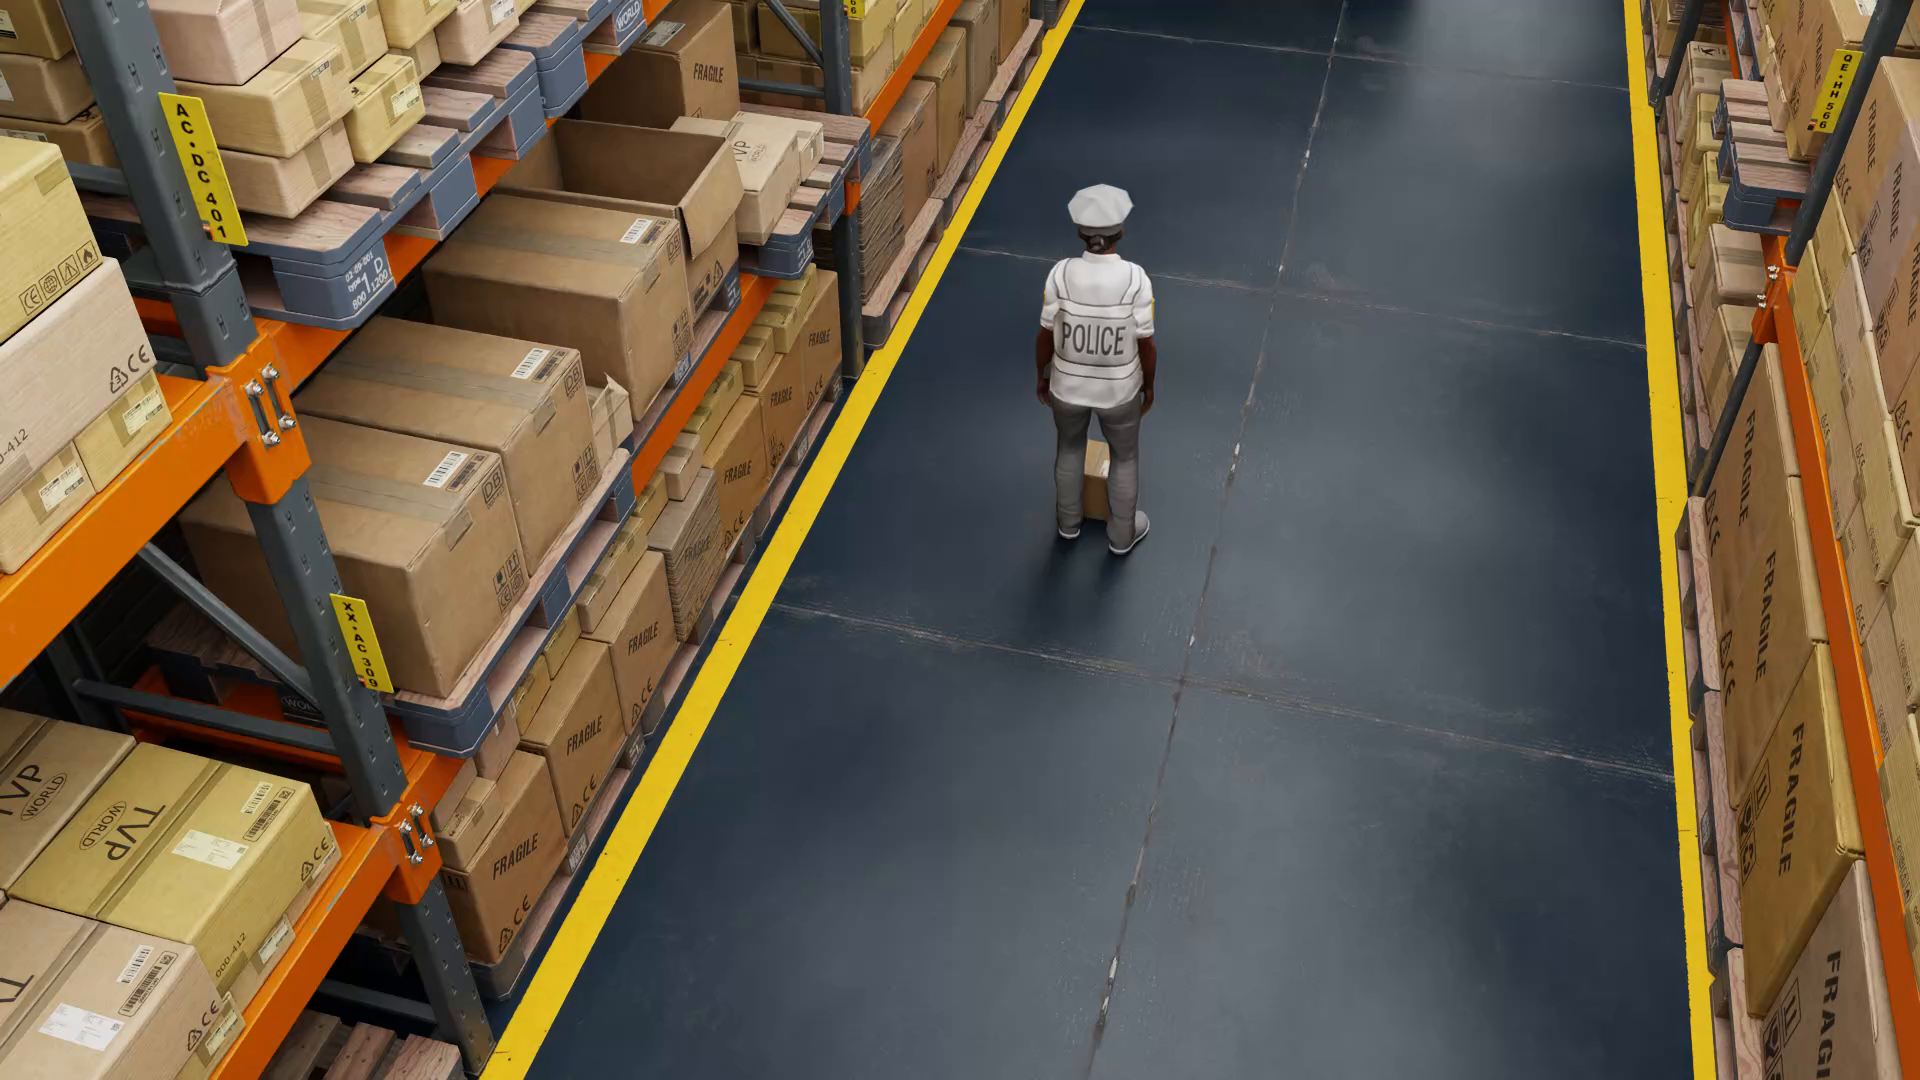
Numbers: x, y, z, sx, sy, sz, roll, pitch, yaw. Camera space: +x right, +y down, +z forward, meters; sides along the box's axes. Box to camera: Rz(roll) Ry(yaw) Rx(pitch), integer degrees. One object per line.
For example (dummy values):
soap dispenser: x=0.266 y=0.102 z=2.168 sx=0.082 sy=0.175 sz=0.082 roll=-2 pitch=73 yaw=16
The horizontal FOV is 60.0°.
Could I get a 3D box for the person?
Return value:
person: x=0.576 y=-0.656 z=6.908 sx=0.527 sy=1.658 sz=0.427 roll=8 pitch=42 yaw=9
